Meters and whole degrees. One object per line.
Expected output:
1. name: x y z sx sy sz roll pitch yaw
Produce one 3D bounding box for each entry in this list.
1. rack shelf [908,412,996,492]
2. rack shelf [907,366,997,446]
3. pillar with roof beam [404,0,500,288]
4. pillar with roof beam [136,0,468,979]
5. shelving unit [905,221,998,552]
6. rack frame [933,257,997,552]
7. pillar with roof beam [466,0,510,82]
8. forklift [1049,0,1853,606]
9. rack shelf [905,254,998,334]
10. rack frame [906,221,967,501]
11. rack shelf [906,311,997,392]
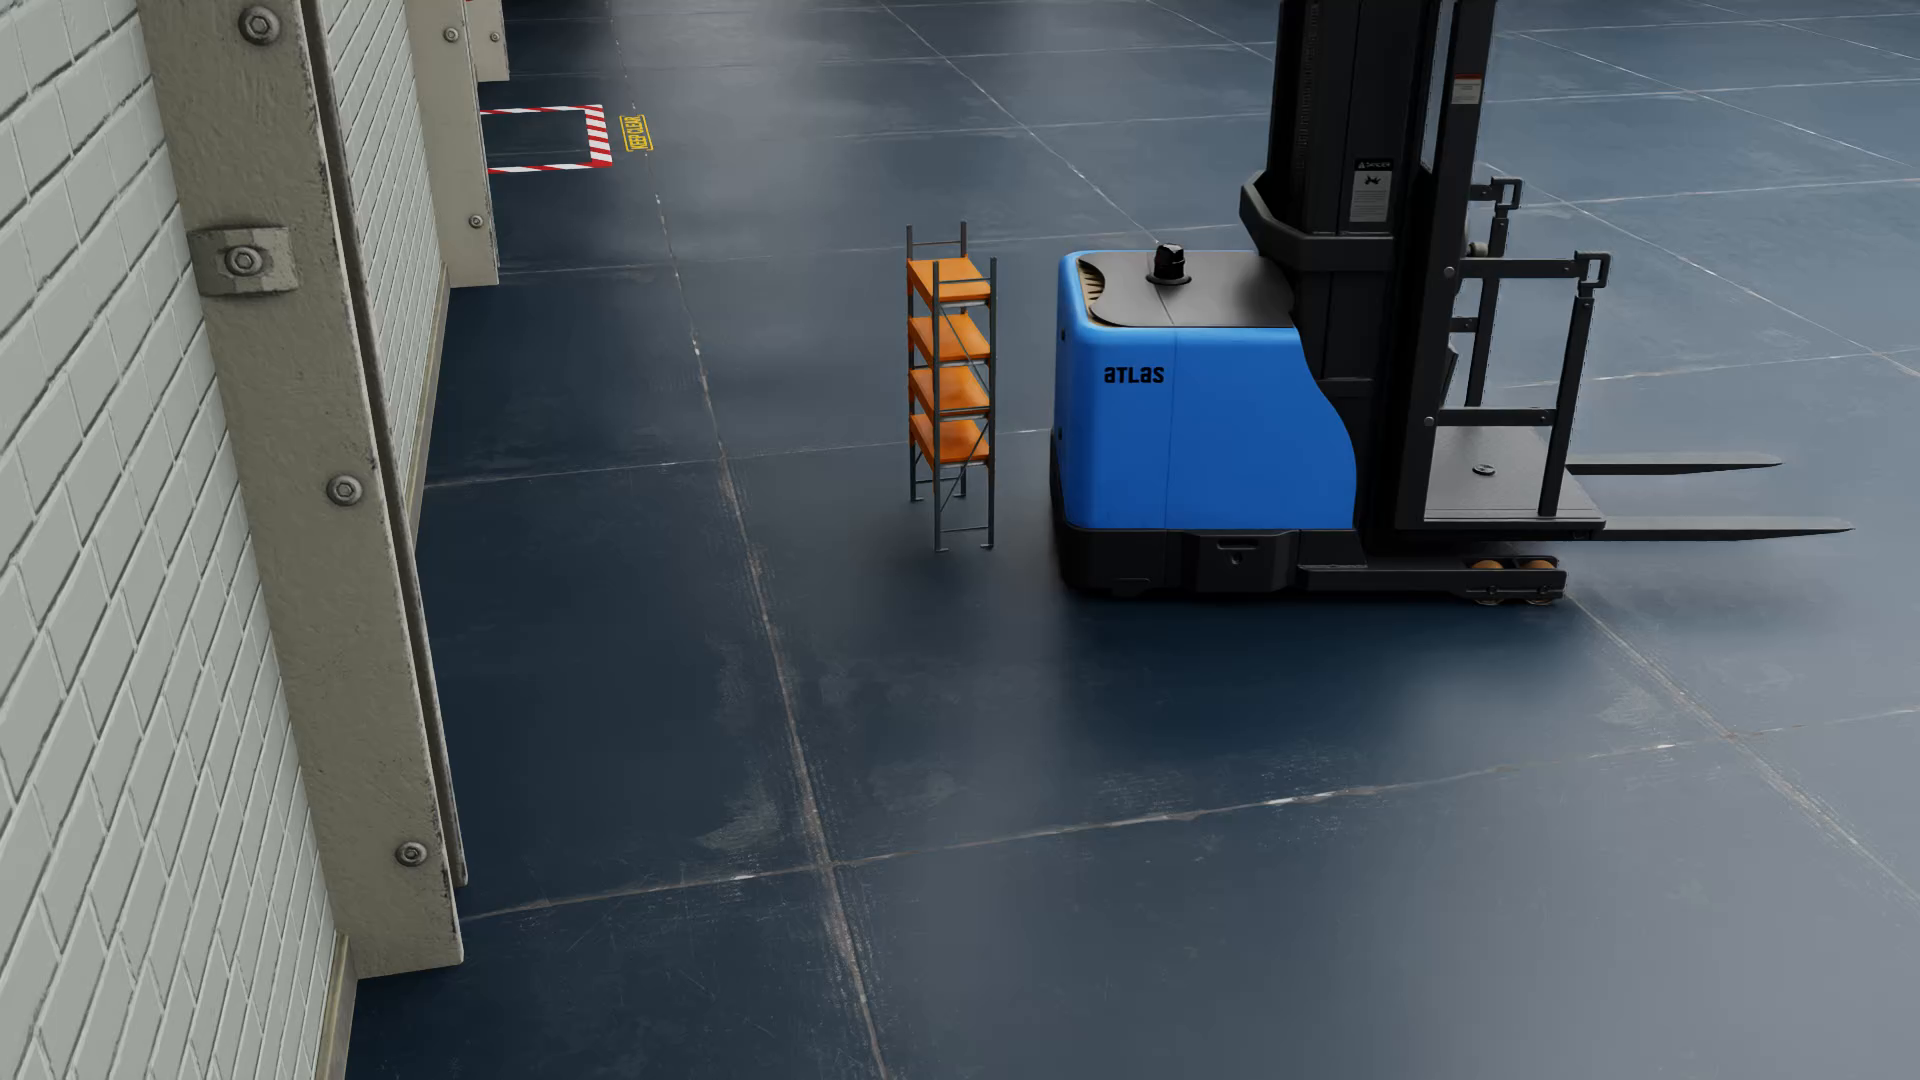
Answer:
1. rack shelf: -0.037 -0.371 6.743 0.258 0.148 0.480 -6 27 -12
2. rack shelf: -0.037 -0.548 6.654 0.258 0.148 0.480 -6 27 -12
3. pillar with roof beam: 1.305 -6.017 8.685 9.100 9.000 0.400 -6 27 -12
4. pillar with roof beam: 2.658 -3.383 3.466 9.100 9.000 0.400 -6 27 -12
5. shelving unit: -0.037 -0.608 6.624 0.258 1.200 0.503 -6 27 -12
6. rack frame: 0.018 -0.501 6.411 0.240 1.200 0.015 -6 27 -12
7. pillar with roof beam: -0.047 -8.651 13.903 9.100 9.000 0.400 -6 27 -12
8. forklift: 1.897 -1.302 6.077 3.031 2.935 1.130 0 27 0
9. rack shelf: -0.037 -0.959 6.447 0.258 0.148 0.480 -6 27 -12
10. rack frame: -0.092 -0.715 6.836 0.240 1.200 0.015 -6 27 -12
11. rack shelf: -0.037 -0.748 6.553 0.258 0.148 0.480 -6 27 -12
